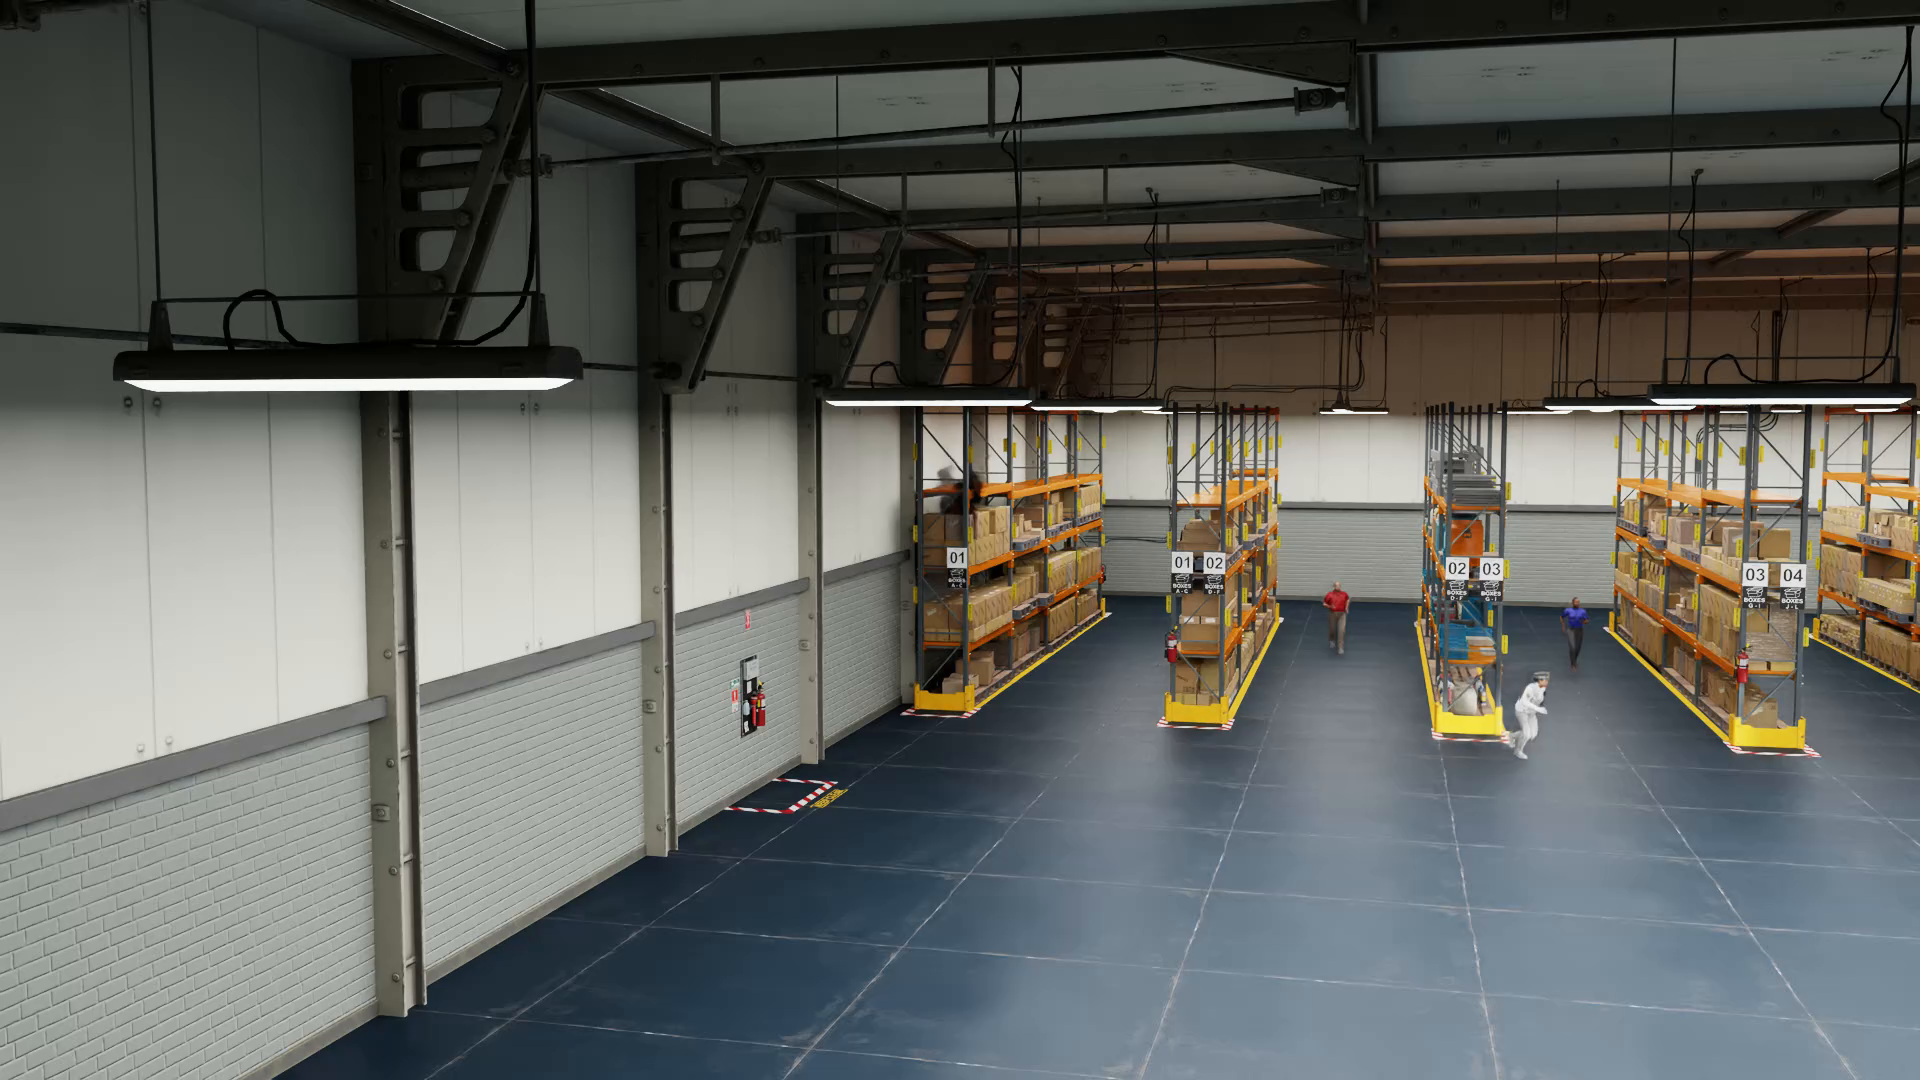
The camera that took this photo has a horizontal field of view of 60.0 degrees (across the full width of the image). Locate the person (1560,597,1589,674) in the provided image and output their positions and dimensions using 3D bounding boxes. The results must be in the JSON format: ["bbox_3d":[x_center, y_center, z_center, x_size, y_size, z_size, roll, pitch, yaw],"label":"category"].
[{"bbox_3d":[13.821,2.120,37.380,0.562,1.682,0.885,0,4,3],"label":"person"}]

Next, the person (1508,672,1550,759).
[{"bbox_3d":[9.577,2.925,27.913,0.626,1.509,0.790,-3,5,-37],"label":"person"}]

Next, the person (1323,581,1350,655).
[{"bbox_3d":[9.158,1.868,40.398,0.664,1.730,0.971,0,4,3],"label":"person"}]
